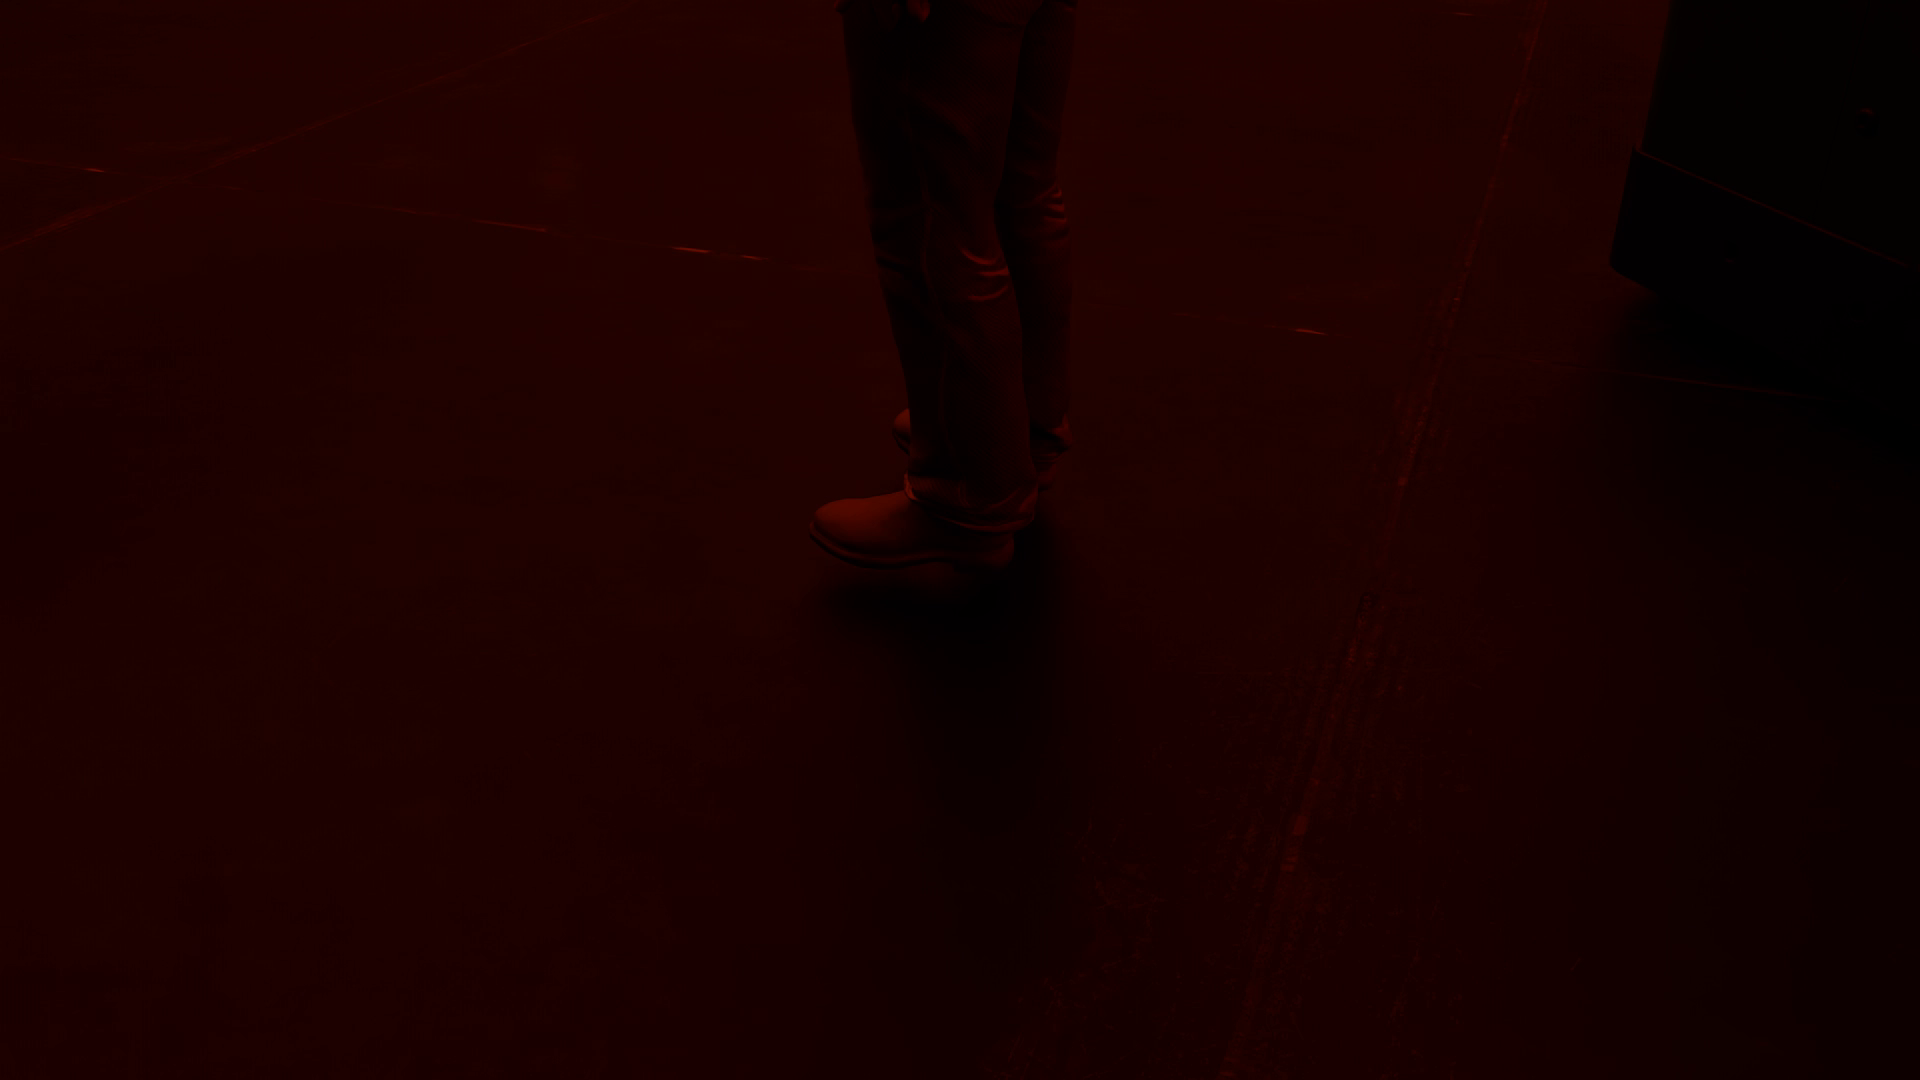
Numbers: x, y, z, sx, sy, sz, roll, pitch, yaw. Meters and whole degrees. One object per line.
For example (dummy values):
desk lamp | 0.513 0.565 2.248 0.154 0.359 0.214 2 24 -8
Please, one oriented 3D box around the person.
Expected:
person | -0.003 -0.801 2.036 0.373 1.775 0.525 10 31 18

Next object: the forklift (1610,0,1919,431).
forklift | 2.872 -1.772 2.655 3.031 2.935 1.130 -9 31 -16
